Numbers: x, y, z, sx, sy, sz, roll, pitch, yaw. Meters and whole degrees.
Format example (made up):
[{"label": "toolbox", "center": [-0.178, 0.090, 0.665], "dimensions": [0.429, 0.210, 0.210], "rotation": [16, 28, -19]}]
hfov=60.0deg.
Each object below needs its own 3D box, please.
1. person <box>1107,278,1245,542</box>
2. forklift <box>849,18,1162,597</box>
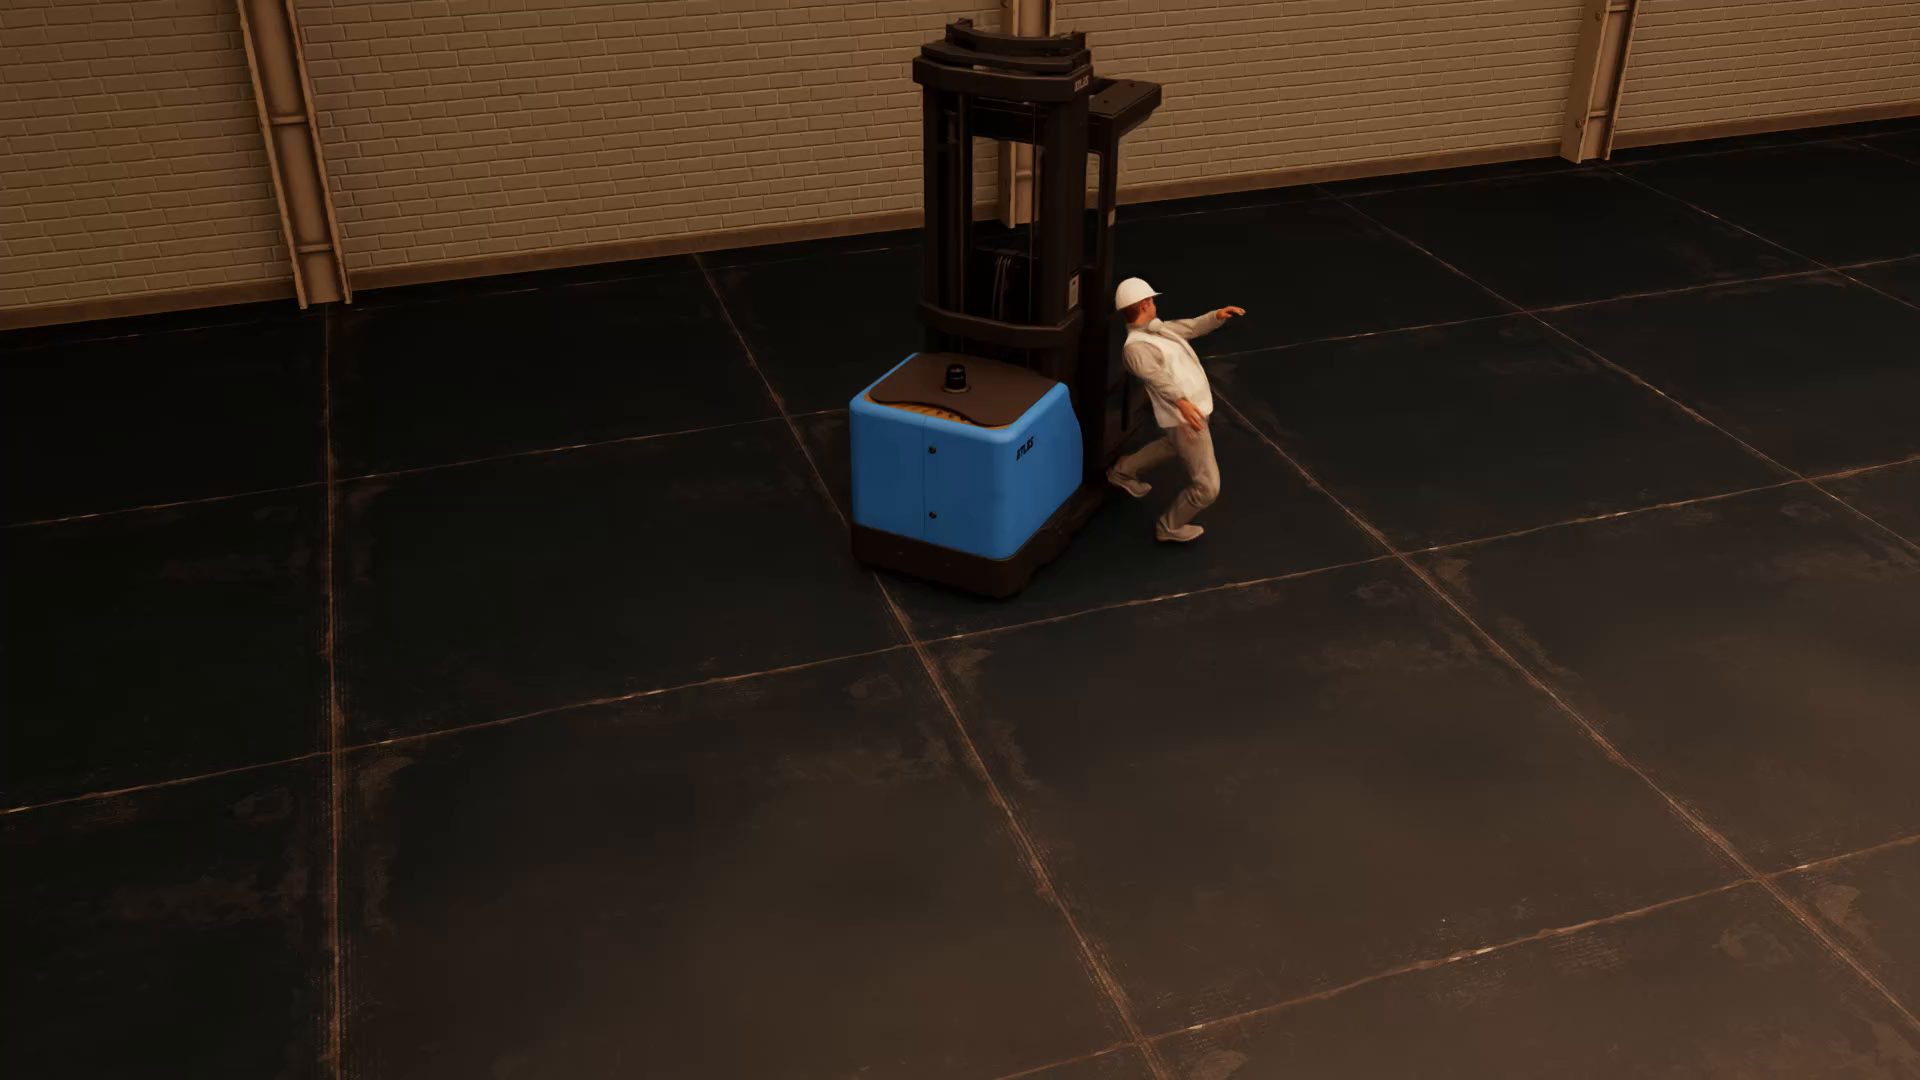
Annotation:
[{"label": "person", "center": [1.245, -0.690, 9.678], "dimensions": [0.727, 1.501, 1.018], "rotation": [1, 30, 3]}, {"label": "forklift", "center": [0.487, -1.659, 9.970], "dimensions": [1.130, 2.935, 3.031], "rotation": [14, 33, 23]}]
